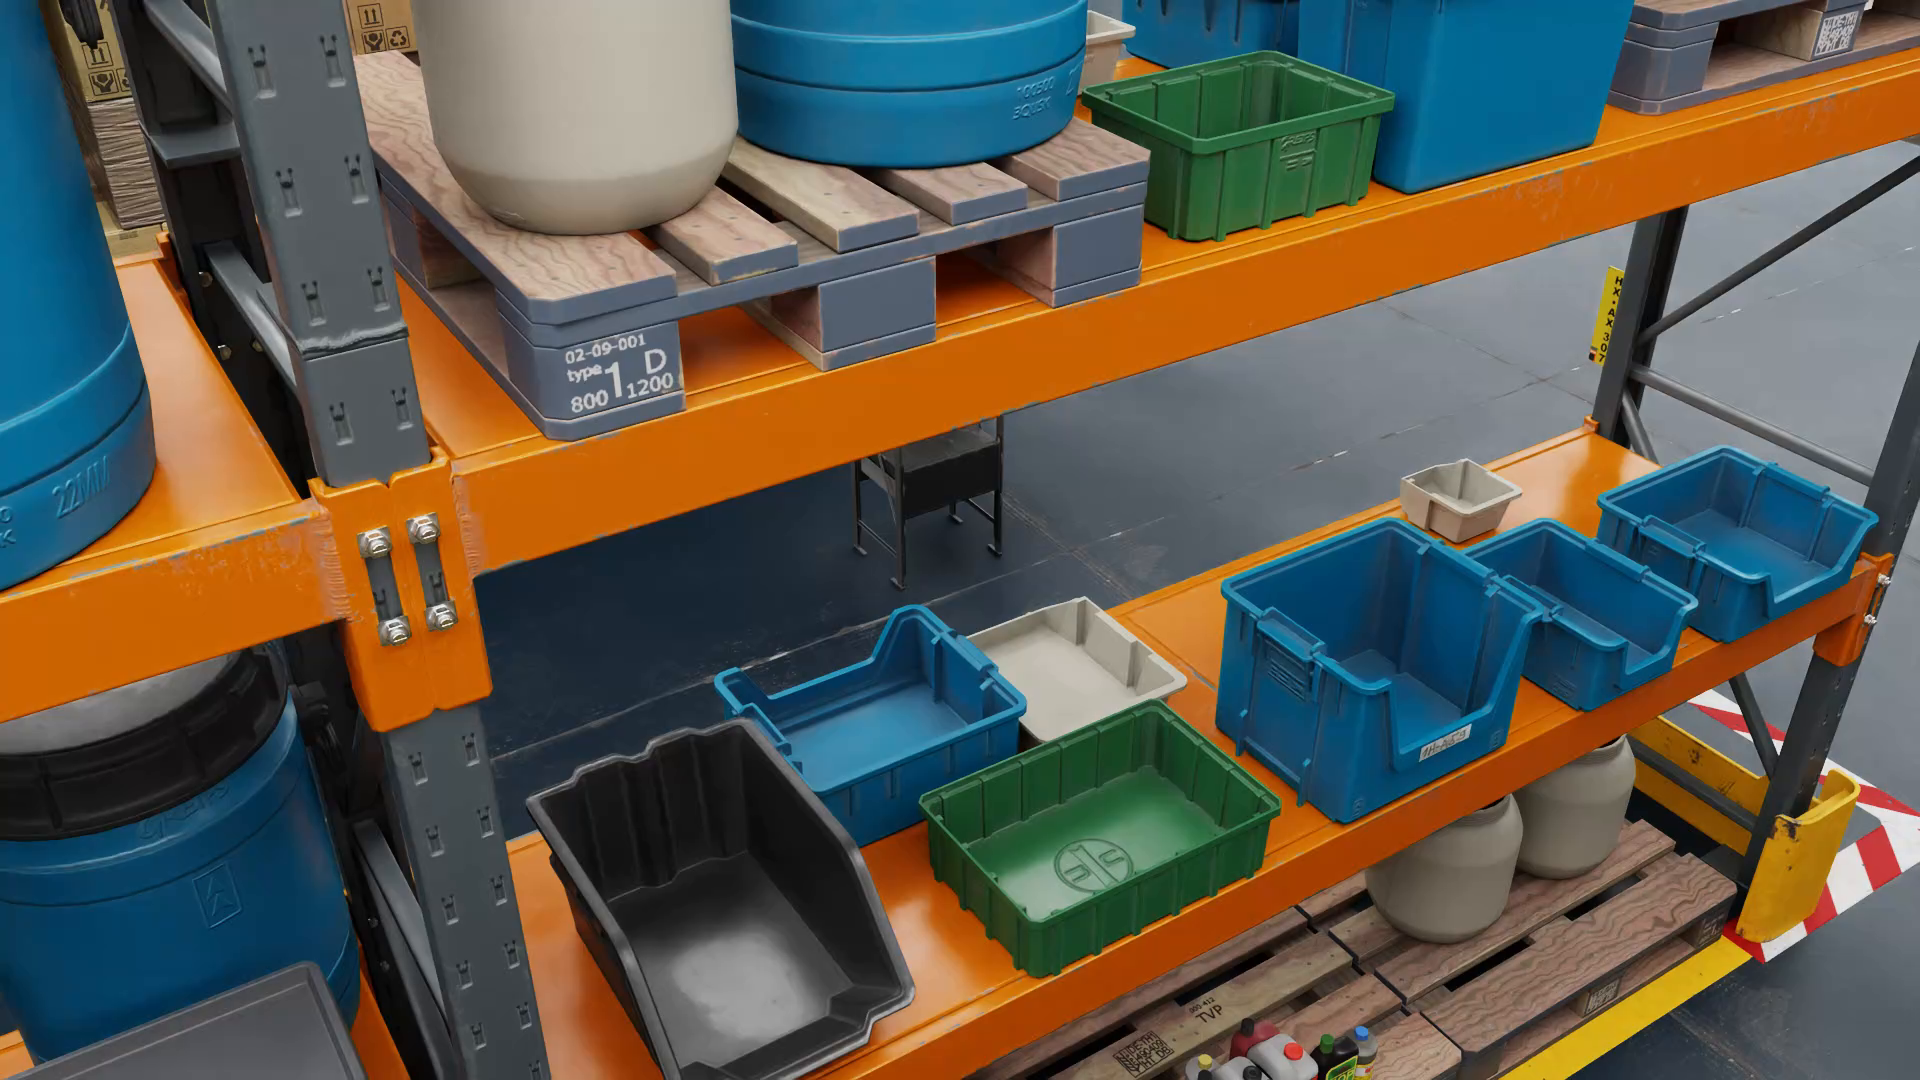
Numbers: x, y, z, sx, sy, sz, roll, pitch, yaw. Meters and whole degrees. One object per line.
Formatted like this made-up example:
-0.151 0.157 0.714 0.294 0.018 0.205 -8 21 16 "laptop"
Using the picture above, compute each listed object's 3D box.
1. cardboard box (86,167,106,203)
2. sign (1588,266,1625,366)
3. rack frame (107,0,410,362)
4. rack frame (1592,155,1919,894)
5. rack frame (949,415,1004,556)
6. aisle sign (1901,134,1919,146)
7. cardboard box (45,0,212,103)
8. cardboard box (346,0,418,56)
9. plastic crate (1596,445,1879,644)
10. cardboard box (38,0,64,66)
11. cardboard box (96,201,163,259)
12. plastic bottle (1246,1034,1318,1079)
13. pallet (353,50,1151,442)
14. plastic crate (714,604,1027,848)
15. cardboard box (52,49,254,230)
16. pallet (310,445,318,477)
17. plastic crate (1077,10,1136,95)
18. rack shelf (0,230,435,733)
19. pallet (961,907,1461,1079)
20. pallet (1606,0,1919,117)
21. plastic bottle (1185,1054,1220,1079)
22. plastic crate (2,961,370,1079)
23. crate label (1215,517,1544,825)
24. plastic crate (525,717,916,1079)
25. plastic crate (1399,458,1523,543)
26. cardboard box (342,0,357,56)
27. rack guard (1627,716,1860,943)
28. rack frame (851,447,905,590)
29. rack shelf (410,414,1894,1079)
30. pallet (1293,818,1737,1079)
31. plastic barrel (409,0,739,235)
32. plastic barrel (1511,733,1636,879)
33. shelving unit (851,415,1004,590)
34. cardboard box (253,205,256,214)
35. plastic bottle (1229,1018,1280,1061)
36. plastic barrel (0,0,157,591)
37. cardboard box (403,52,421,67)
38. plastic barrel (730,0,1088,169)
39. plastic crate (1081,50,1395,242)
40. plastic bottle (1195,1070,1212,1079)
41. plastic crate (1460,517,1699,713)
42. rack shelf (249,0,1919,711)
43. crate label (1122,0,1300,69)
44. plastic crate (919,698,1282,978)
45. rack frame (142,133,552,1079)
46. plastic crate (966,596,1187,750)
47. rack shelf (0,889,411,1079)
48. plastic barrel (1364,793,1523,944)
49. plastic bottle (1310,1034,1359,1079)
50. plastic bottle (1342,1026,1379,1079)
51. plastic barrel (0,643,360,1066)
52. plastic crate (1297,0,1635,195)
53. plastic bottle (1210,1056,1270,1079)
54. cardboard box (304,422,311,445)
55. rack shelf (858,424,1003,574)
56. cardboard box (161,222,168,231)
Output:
-3.654 -1.493 7.040 0.250 0.149 0.380 -19 37 -27 "cardboard box"
2.076 -0.705 5.297 0.005 0.325 0.100 -19 37 -27 "sign"
-0.992 -1.721 1.544 0.127 3.000 1.000 -19 37 -27 "rack frame"
2.370 -0.340 4.978 0.127 3.000 1.000 -19 37 -27 "rack frame"
0.066 -0.911 6.726 0.015 2.100 0.400 -19 37 -27 "rack frame"
2.591 -1.327 4.106 0.004 0.787 0.394 -19 37 -27 "aisle sign"
-3.160 -2.012 6.318 0.500 0.500 0.500 -19 37 -27 "cardboard box"
-2.320 -2.302 6.777 0.500 0.500 0.500 -19 37 -27 "cardboard box"
2.111 0.002 4.575 0.616 0.251 0.499 -19 37 -27 "plastic crate"
-3.446 -2.249 6.695 0.500 0.500 0.500 -19 37 -27 "cardboard box"
-3.332 -1.226 6.618 0.250 0.149 0.380 -19 37 -27 "cardboard box"
0.837 1.414 4.338 0.135 0.276 0.152 -19 37 -27 "plastic bottle"
-0.439 -0.625 2.795 1.003 0.211 1.213 -19 37 -27 "pallet"
-0.209 0.437 3.885 0.616 0.251 0.499 -19 37 -27 "plastic crate"
-3.264 -1.675 6.722 0.500 0.500 0.875 -19 37 -27 "cardboard box"
-3.130 -0.436 7.743 1.213 0.211 1.003 -19 37 -27 "pallet"
0.138 -0.986 3.438 0.396 0.136 0.243 -19 37 -27 "plastic crate"
-2.673 0.430 1.620 4.000 0.370 1.077 -19 37 -27 "rack shelf"
0.621 1.465 4.729 1.213 0.211 1.003 -19 37 -27 "pallet"
1.622 -1.334 3.918 1.213 0.211 1.003 -19 37 -27 "pallet"
0.637 1.435 4.374 0.097 0.201 0.097 0 32 0 "plastic bottle"
-1.233 1.066 2.688 0.583 0.464 0.402 -19 37 -27 "plastic crate"
0.970 0.298 3.933 0.616 0.435 0.502 -19 37 -27 "crate label"
-0.483 0.748 3.311 0.504 0.338 0.767 -19 37 -27 "plastic crate"
1.443 -0.114 4.867 0.250 0.136 0.298 -19 37 -27 "plastic crate"
-2.740 -2.157 6.549 0.500 0.500 0.500 -19 37 -27 "cardboard box"
2.332 0.760 5.576 0.348 0.500 1.175 -19 37 -27 "rack guard"
-0.344 -0.770 6.502 0.015 2.100 0.400 -19 37 -27 "rack frame"
0.689 0.542 4.253 4.000 0.370 1.077 -19 37 -27 "rack shelf"
1.646 1.115 5.285 1.213 0.211 1.003 -19 37 -27 "pallet"
-0.524 -0.714 2.260 0.421 0.512 0.421 0 32 0 "plastic barrel"
1.858 0.759 5.174 0.421 0.512 0.421 0 32 0 "plastic barrel"
-0.139 -0.840 6.614 0.503 2.100 0.431 -19 37 -27 "shelving unit"
-2.920 -1.377 6.857 0.250 0.149 0.380 -19 37 -27 "cardboard box"
0.779 1.363 4.411 0.133 0.283 0.061 -19 37 -27 "plastic bottle"
-1.302 -0.420 1.823 0.708 0.901 0.600 -19 37 -27 "plastic barrel"
-2.459 -1.994 7.227 0.500 0.500 0.875 -19 37 -27 "cardboard box"
-0.097 -1.082 2.479 0.708 0.901 0.600 -19 37 -27 "plastic barrel"
0.482 -0.697 2.931 0.450 0.188 0.336 -19 37 -27 "plastic crate"
0.584 1.472 4.176 0.185 0.351 0.144 -17 36 -25 "plastic bottle"
1.562 0.187 4.282 0.408 0.251 0.499 -19 37 -27 "plastic crate"
0.689 -0.726 3.453 4.000 0.370 1.077 -19 37 -27 "rack shelf"
0.618 -1.153 3.594 0.408 0.251 0.502 -19 37 -27 "crate label"
0.302 0.640 3.623 0.662 0.188 0.450 -19 37 -27 "plastic crate"
-0.992 0.816 3.145 0.127 3.000 1.000 -19 37 -27 "rack frame"
0.236 0.345 4.139 0.437 0.136 0.530 -19 37 -27 "plastic crate"
-2.673 1.698 2.420 4.000 0.370 1.077 -19 37 -27 "rack shelf"
1.437 0.904 4.944 0.421 0.512 0.421 0 32 0 "plastic barrel"
0.976 1.392 4.365 0.133 0.283 0.061 -18 36 -26 "plastic bottle"
1.064 1.385 4.454 0.097 0.201 0.097 0 32 0 "plastic bottle"
-1.481 0.580 3.049 0.708 0.901 0.600 -19 37 -27 "plastic barrel"
0.930 -0.916 3.094 0.575 0.384 0.392 -19 37 -27 "plastic crate"
0.721 1.454 4.274 0.135 0.276 0.152 -20 37 -29 "plastic bottle"
-2.840 -0.792 7.643 0.500 0.500 0.500 -8 33 -12 "cardboard box"
-0.139 -0.237 6.995 0.480 0.518 0.431 -19 37 -27 "rack shelf"
-3.115 -1.292 6.723 0.250 0.149 0.380 -19 37 -27 "cardboard box"
